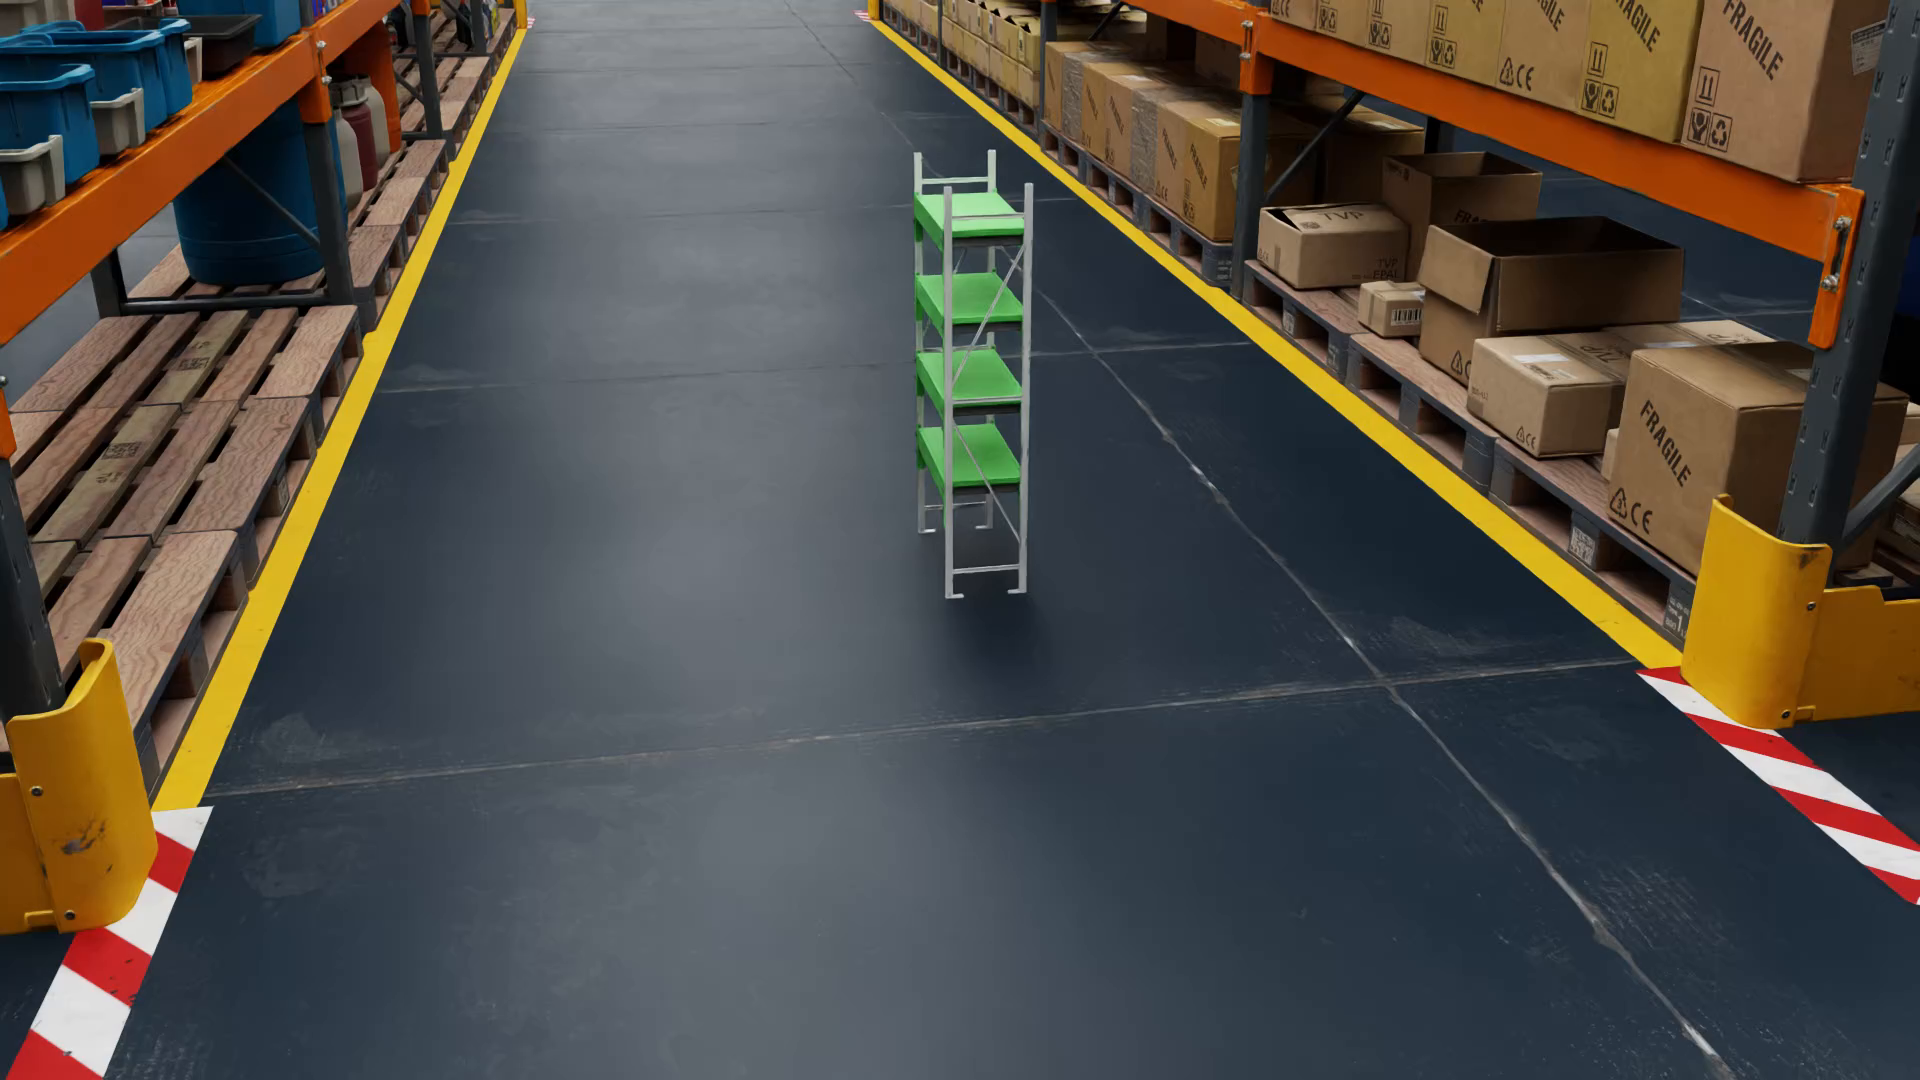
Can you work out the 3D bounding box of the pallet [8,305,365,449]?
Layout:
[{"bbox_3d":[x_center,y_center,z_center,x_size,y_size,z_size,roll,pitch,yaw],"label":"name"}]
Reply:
[{"bbox_3d":[-2.911,-0.620,6.406,1.003,0.211,1.213,-4,24,-10],"label":"pallet"}]

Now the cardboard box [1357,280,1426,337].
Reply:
[{"bbox_3d":[1.818,-0.932,6.627,0.380,0.166,0.250,-4,24,-10],"label":"cardboard box"}]

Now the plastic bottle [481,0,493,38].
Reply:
[{"bbox_3d":[-4.341,-4.741,15.118,0.144,0.351,0.185,-5,24,-12],"label":"plastic bottle"}]

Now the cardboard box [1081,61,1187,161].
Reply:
[{"bbox_3d":[1.037,-2.576,9.973,0.500,0.500,0.500,-5,24,-10],"label":"cardboard box"}]

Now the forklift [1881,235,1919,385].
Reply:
[{"bbox_3d":[5.212,-2.001,6.171,3.031,2.935,1.130,-7,25,-16],"label":"forklift"}]

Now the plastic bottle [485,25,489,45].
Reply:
[{"bbox_3d":[-4.230,-4.488,14.725,0.097,0.201,0.097,0,24,0],"label":"plastic bottle"}]

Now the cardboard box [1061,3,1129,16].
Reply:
[{"bbox_3d":[1.038,-3.947,12.749,0.500,0.311,0.500,-5,24,-11],"label":"cardboard box"}]

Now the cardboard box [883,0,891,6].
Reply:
[{"bbox_3d":[-0.555,-5.975,18.093,0.500,0.250,0.500,-4,24,-10],"label":"cardboard box"}]

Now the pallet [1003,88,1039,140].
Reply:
[{"bbox_3d":[0.930,-3.172,12.249,1.003,0.211,1.213,-4,24,-10],"label":"pallet"}]

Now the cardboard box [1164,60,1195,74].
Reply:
[{"bbox_3d":[1.543,-2.625,10.086,0.500,0.500,0.500,-5,24,-12],"label":"cardboard box"}]

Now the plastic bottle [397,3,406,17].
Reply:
[{"bbox_3d":[-5.002,-4.626,14.855,0.144,0.351,0.185,-6,24,-12],"label":"plastic bottle"}]

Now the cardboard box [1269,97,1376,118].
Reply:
[{"bbox_3d":[1.824,-2.023,8.708,0.500,0.500,0.500,-4,24,-9],"label":"cardboard box"}]

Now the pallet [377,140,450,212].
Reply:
[{"bbox_3d":[-3.638,-2.173,9.962,1.003,0.211,1.213,-4,24,-10],"label":"pallet"}]

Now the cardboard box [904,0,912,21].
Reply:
[{"bbox_3d":[-0.279,-5.385,16.742,0.500,0.250,0.500,-4,24,-10],"label":"cardboard box"}]

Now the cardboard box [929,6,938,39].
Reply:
[{"bbox_3d":[0.004,-4.795,15.392,0.500,0.250,0.500,-4,24,-10],"label":"cardboard box"}]

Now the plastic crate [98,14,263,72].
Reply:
[{"bbox_3d":[-2.614,-1.666,5.584,0.437,0.125,0.590,-4,24,-10],"label":"plastic crate"}]

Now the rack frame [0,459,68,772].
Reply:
[{"bbox_3d":[-2.346,-0.611,2.902,1.000,3.000,0.127,-4,24,-10],"label":"rack frame"}]

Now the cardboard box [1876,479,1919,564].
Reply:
[{"bbox_3d":[2.783,-0.062,4.655,0.380,0.149,0.250,-4,24,-10],"label":"cardboard box"}]

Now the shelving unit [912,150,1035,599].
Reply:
[{"bbox_3d":[0.031,-0.485,4.861,0.258,1.200,0.503,-4,24,-10],"label":"shelving unit"}]

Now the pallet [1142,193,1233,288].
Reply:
[{"bbox_3d":[1.596,-1.589,8.624,1.003,0.211,1.213,-4,24,-10],"label":"pallet"}]

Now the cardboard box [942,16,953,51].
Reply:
[{"bbox_3d":[0.135,-4.452,14.606,0.500,0.250,0.500,-5,24,-11],"label":"cardboard box"}]

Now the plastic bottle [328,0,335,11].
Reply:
[{"bbox_3d":[-2.864,-2.482,7.340,0.152,0.276,0.135,-4,24,-10],"label":"plastic bottle"}]

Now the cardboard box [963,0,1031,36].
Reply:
[{"bbox_3d":[0.320,-4.304,13.567,0.500,0.311,0.500,-5,24,-11],"label":"cardboard box"}]

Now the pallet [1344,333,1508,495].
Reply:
[{"bbox_3d":[2.138,-0.521,6.178,1.003,0.211,1.213,-4,24,-10],"label":"pallet"}]

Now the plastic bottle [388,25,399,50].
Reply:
[{"bbox_3d":[-4.938,-4.370,14.455,0.097,0.201,0.097,0,24,0],"label":"plastic bottle"}]

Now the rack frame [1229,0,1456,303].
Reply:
[{"bbox_3d":[1.783,-2.550,7.340,1.000,3.000,0.127,-4,24,-10],"label":"rack frame"}]

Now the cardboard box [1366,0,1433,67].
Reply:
[{"bbox_3d":[1.798,-1.977,5.903,0.500,0.500,0.500,-4,24,-10],"label":"cardboard box"}]

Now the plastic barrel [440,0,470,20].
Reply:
[{"bbox_3d":[-5.015,-5.507,16.694,0.421,0.512,0.421,0,24,0],"label":"plastic barrel"}]

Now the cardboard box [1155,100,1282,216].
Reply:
[{"bbox_3d":[1.327,-1.974,8.595,0.500,0.500,0.500,-4,24,-10],"label":"cardboard box"}]

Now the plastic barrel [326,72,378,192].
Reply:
[{"bbox_3d":[-3.509,-2.210,9.050,0.600,0.588,0.708,-4,24,-10],"label":"plastic barrel"}]

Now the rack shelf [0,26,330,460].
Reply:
[{"bbox_3d":[-2.715,-1.068,4.847,1.077,0.370,4.000,-4,24,-10],"label":"rack shelf"}]

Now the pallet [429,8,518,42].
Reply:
[{"bbox_3d":[-5.099,-5.280,17.076,1.003,0.211,1.213,-4,24,-10],"label":"pallet"}]

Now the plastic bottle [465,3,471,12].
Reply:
[{"bbox_3d":[-4.560,-4.853,15.468,0.152,0.276,0.135,-4,24,-10],"label":"plastic bottle"}]

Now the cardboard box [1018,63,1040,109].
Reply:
[{"bbox_3d":[0.707,-3.244,11.841,0.500,0.250,0.500,-4,24,-8],"label":"cardboard box"}]

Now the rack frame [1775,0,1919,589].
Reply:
[{"bbox_3d":[2.523,-0.976,3.738,1.000,3.000,0.127,-4,24,-10],"label":"rack frame"}]

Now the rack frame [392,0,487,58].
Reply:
[{"bbox_3d":[-4.565,-5.331,13.709,1.000,3.000,0.127,-4,24,-10],"label":"rack frame"}]

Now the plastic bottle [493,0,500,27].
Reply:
[{"bbox_3d":[-4.514,-5.067,15.957,0.152,0.276,0.135,-4,24,-9],"label":"plastic bottle"}]

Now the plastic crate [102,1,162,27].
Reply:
[{"bbox_3d":[-3.140,-1.898,6.101,0.396,0.136,0.243,-4,24,-10],"label":"plastic crate"}]

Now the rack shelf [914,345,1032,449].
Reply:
[{"bbox_3d":[0.031,-0.426,4.886,0.258,0.148,0.480,-4,24,-10],"label":"rack shelf"}]

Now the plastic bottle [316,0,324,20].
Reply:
[{"bbox_3d":[-2.758,-2.359,7.050,0.061,0.283,0.133,-4,24,-10],"label":"plastic bottle"}]

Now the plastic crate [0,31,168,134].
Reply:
[{"bbox_3d":[-2.311,-1.201,4.387,0.416,0.233,0.300,-4,24,-10],"label":"plastic crate"}]

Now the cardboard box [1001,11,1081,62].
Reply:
[{"bbox_3d":[0.602,-3.704,12.193,0.500,0.311,0.500,-5,24,-11],"label":"cardboard box"}]

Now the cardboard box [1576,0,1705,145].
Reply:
[{"bbox_3d":[2.073,-1.382,4.541,0.500,0.500,0.500,-4,24,-9],"label":"cardboard box"}]

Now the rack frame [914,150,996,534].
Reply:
[{"bbox_3d":[-0.015,-0.581,5.081,0.240,1.200,0.015,-4,24,-10],"label":"rack frame"}]

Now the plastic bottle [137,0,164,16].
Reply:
[{"bbox_3d":[-3.357,-2.241,6.882,0.097,0.201,0.097,0,24,0],"label":"plastic bottle"}]

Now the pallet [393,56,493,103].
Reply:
[{"bbox_3d":[-4.381,-3.747,13.566,1.003,0.211,1.213,-4,24,-10],"label":"pallet"}]

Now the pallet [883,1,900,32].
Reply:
[{"bbox_3d":[-0.253,-5.694,18.024,1.003,0.211,1.213,-4,24,-10],"label":"pallet"}]

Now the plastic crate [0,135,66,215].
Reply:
[{"bbox_3d":[-2.046,-0.772,3.523,0.250,0.136,0.298,-4,24,-10],"label":"plastic crate"}]

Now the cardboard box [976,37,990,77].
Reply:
[{"bbox_3d":[0.420,-3.847,13.221,0.500,0.250,0.500,-4,24,-9],"label":"cardboard box"}]

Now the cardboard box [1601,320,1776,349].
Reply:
[{"bbox_3d":[2.516,-0.546,5.638,0.500,0.250,0.500,-4,24,-10],"label":"cardboard box"}]

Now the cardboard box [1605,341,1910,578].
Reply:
[{"bbox_3d":[2.180,-0.228,4.598,0.500,0.500,0.500,-4,24,-10],"label":"cardboard box"}]

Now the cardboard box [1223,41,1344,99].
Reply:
[{"bbox_3d":[1.748,-2.551,8.980,0.500,0.250,0.500,-4,24,-10],"label":"cardboard box"}]

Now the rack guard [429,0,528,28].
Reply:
[{"bbox_3d":[-5.244,-5.733,17.751,1.175,0.500,0.348,-4,24,-10],"label":"rack guard"}]

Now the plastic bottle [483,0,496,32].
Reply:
[{"bbox_3d":[-4.420,-4.909,15.501,0.144,0.351,0.185,-4,24,-10],"label":"plastic bottle"}]

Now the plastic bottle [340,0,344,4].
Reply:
[{"bbox_3d":[-2.895,-2.572,7.639,0.097,0.201,0.097,0,24,0],"label":"plastic bottle"}]

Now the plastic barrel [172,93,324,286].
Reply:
[{"bbox_3d":[-3.169,-1.631,7.333,0.600,0.901,0.708,-4,24,-10],"label":"plastic barrel"}]

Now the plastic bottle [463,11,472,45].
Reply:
[{"bbox_3d":[-4.384,-4.563,14.794,0.061,0.283,0.133,-4,24,-10],"label":"plastic bottle"}]
